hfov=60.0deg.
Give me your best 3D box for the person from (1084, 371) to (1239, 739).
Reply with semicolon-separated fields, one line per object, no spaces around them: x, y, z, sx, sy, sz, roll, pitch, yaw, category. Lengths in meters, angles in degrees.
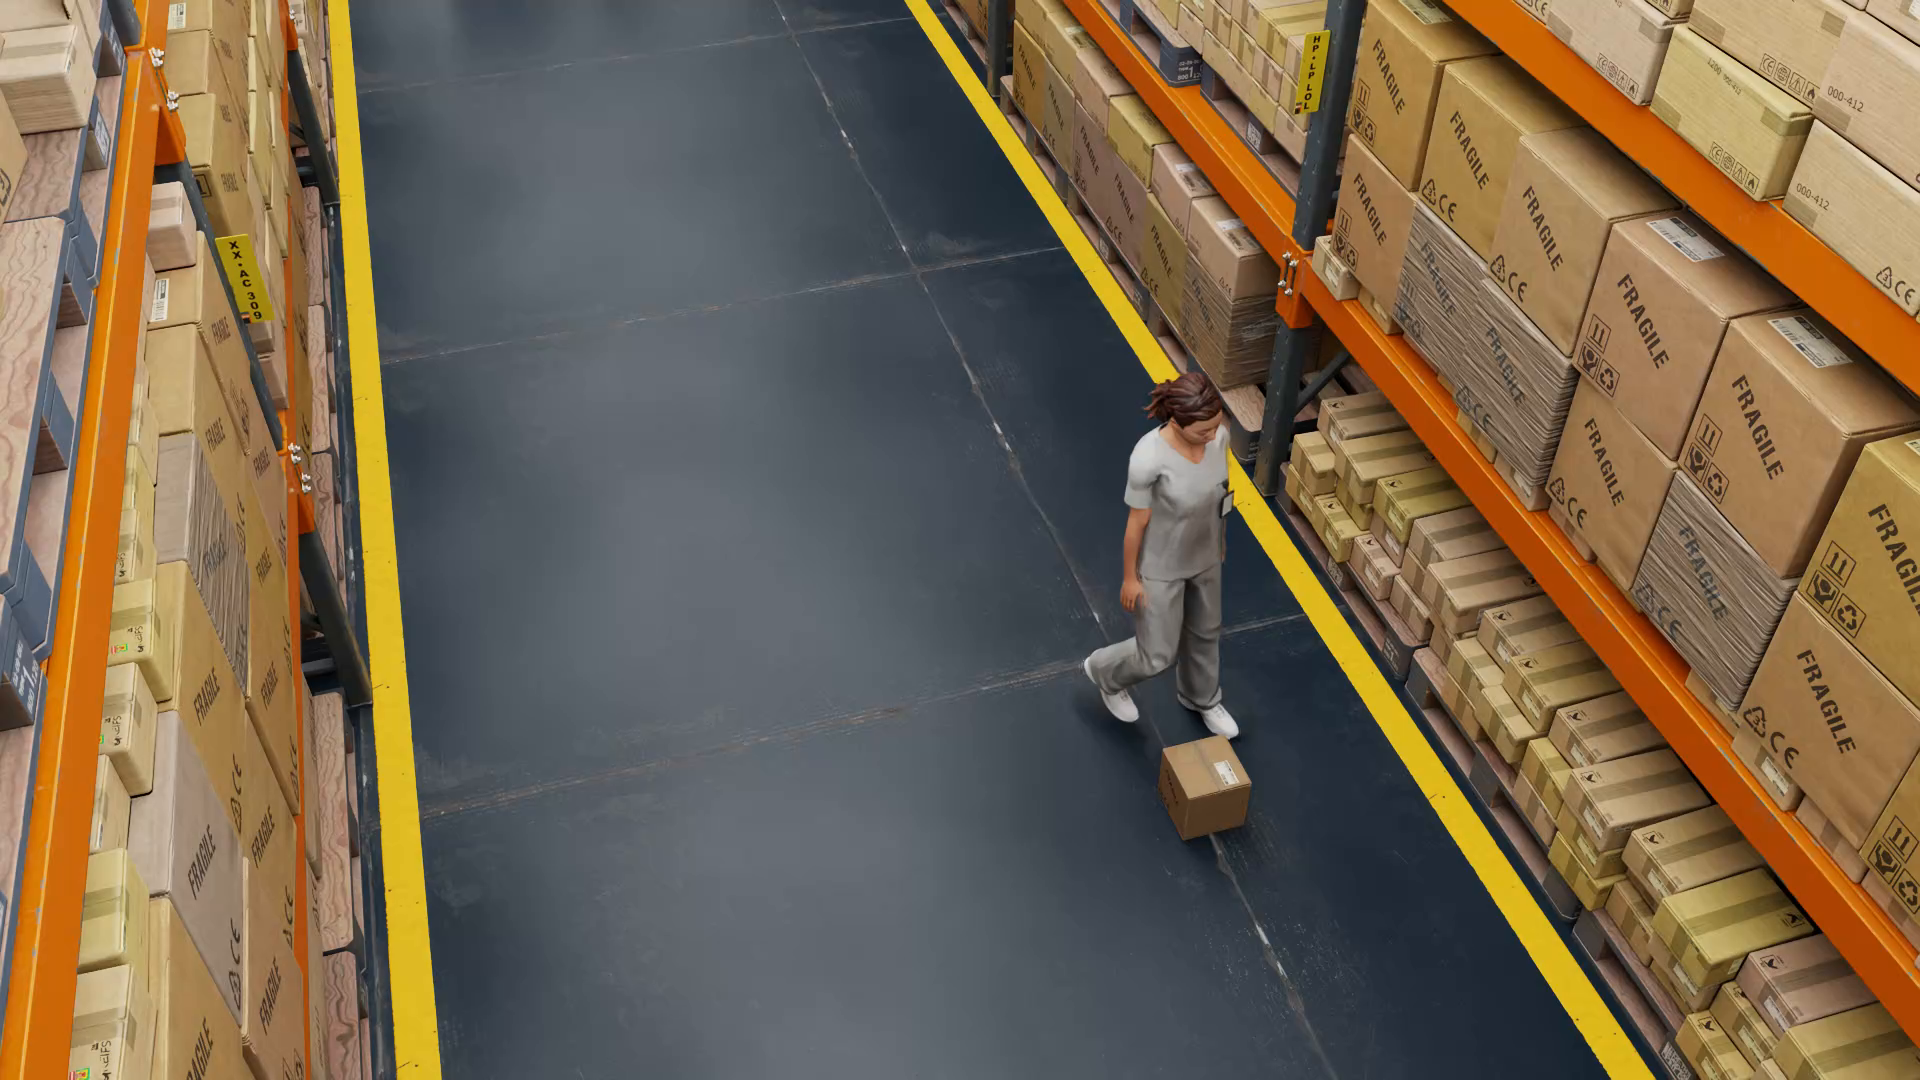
0.789;0.078;6.058;0.494;1.685;0.534;-23;47;-23;person
